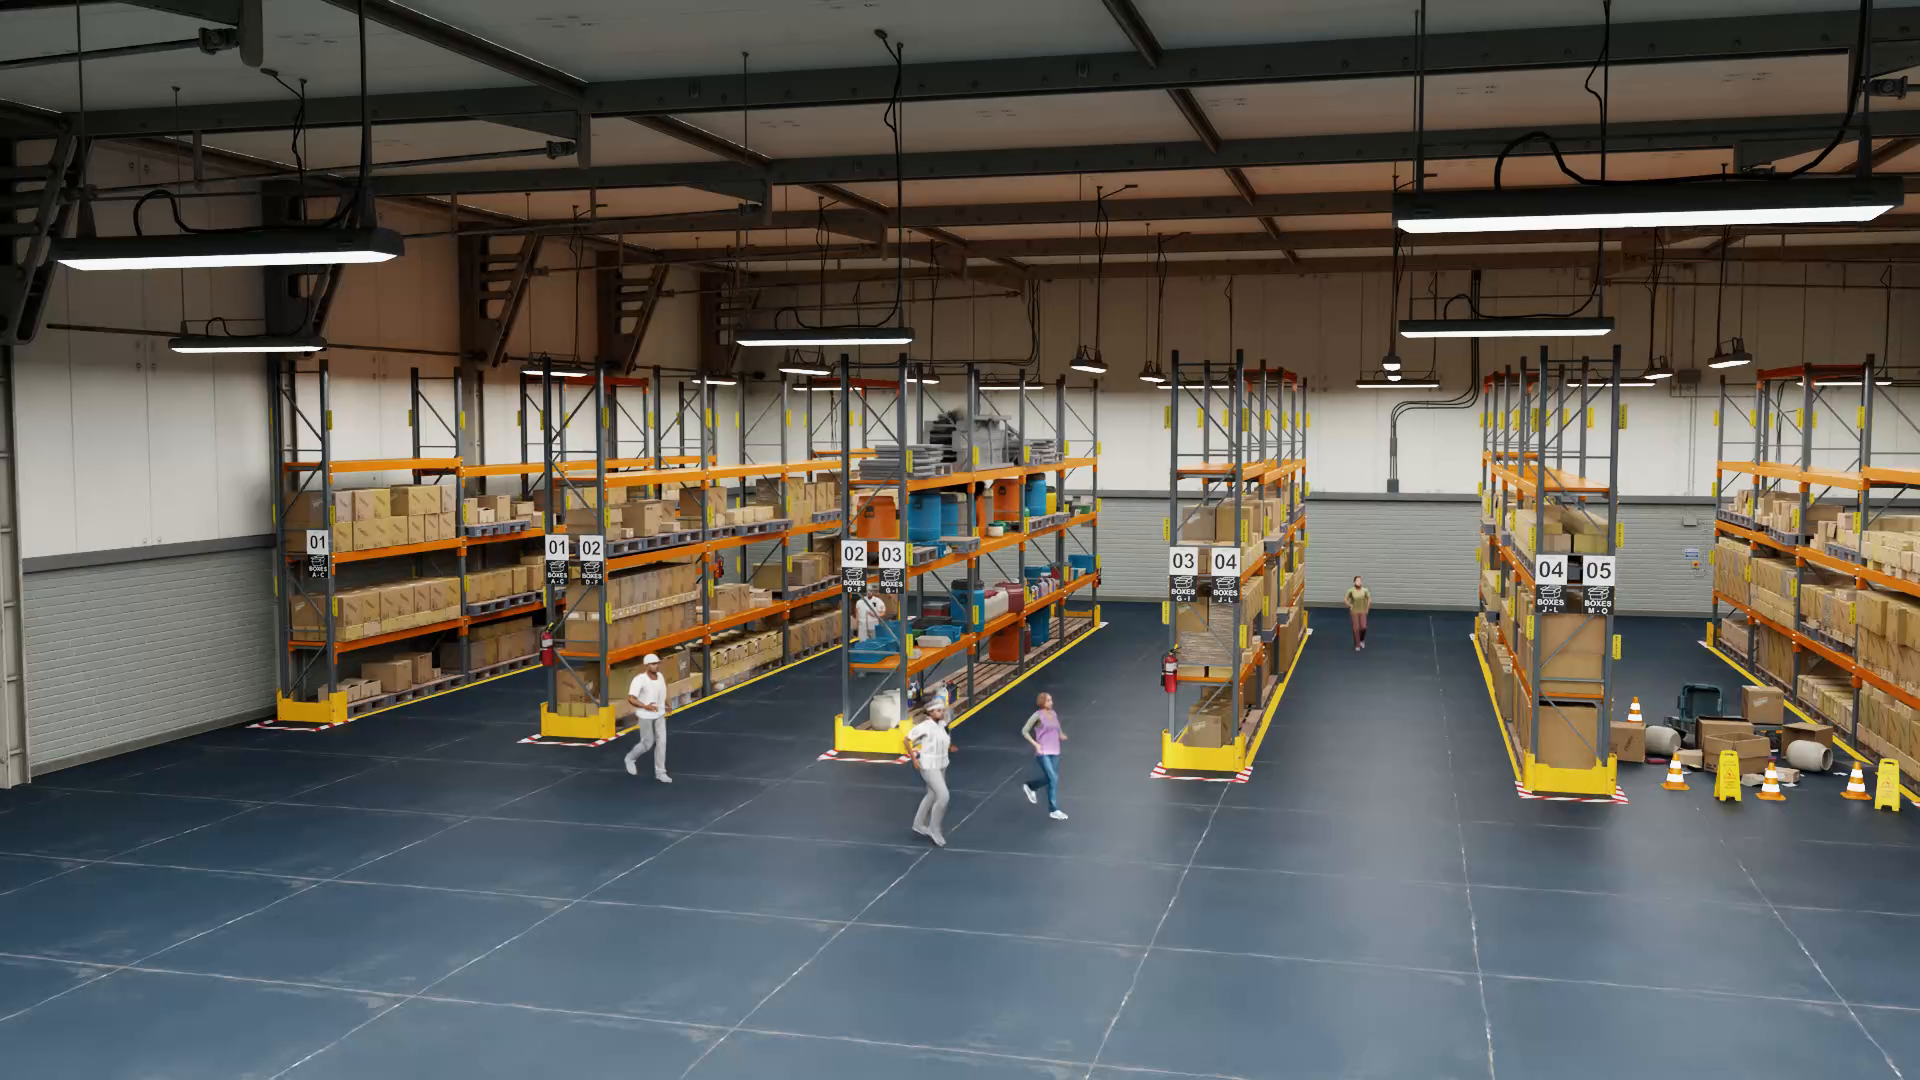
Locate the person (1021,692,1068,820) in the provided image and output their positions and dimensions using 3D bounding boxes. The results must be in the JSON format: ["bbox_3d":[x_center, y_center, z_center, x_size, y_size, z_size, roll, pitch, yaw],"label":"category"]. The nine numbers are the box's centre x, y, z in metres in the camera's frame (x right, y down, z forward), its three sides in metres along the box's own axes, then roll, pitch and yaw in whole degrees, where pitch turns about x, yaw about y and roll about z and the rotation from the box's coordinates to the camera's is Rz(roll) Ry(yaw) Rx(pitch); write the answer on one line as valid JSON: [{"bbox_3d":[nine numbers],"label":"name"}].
[{"bbox_3d":[1.064,2.701,21.034,0.548,1.568,0.805,-4,6,-44],"label":"person"}]

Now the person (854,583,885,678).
[{"bbox_3d":[-1.778,1.763,32.714,0.640,1.834,0.837,0,4,5],"label":"person"}]

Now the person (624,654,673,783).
[{"bbox_3d":[-4.317,2.460,23.147,0.841,1.776,0.725,3,5,39],"label":"person"}]

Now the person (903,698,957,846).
[{"bbox_3d":[-0.301,2.746,19.773,0.681,1.726,0.555,3,5,35],"label":"person"}]

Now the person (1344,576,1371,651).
[{"bbox_3d":[8.616,1.597,36.034,0.585,1.622,0.528,1,4,8],"label":"person"}]
